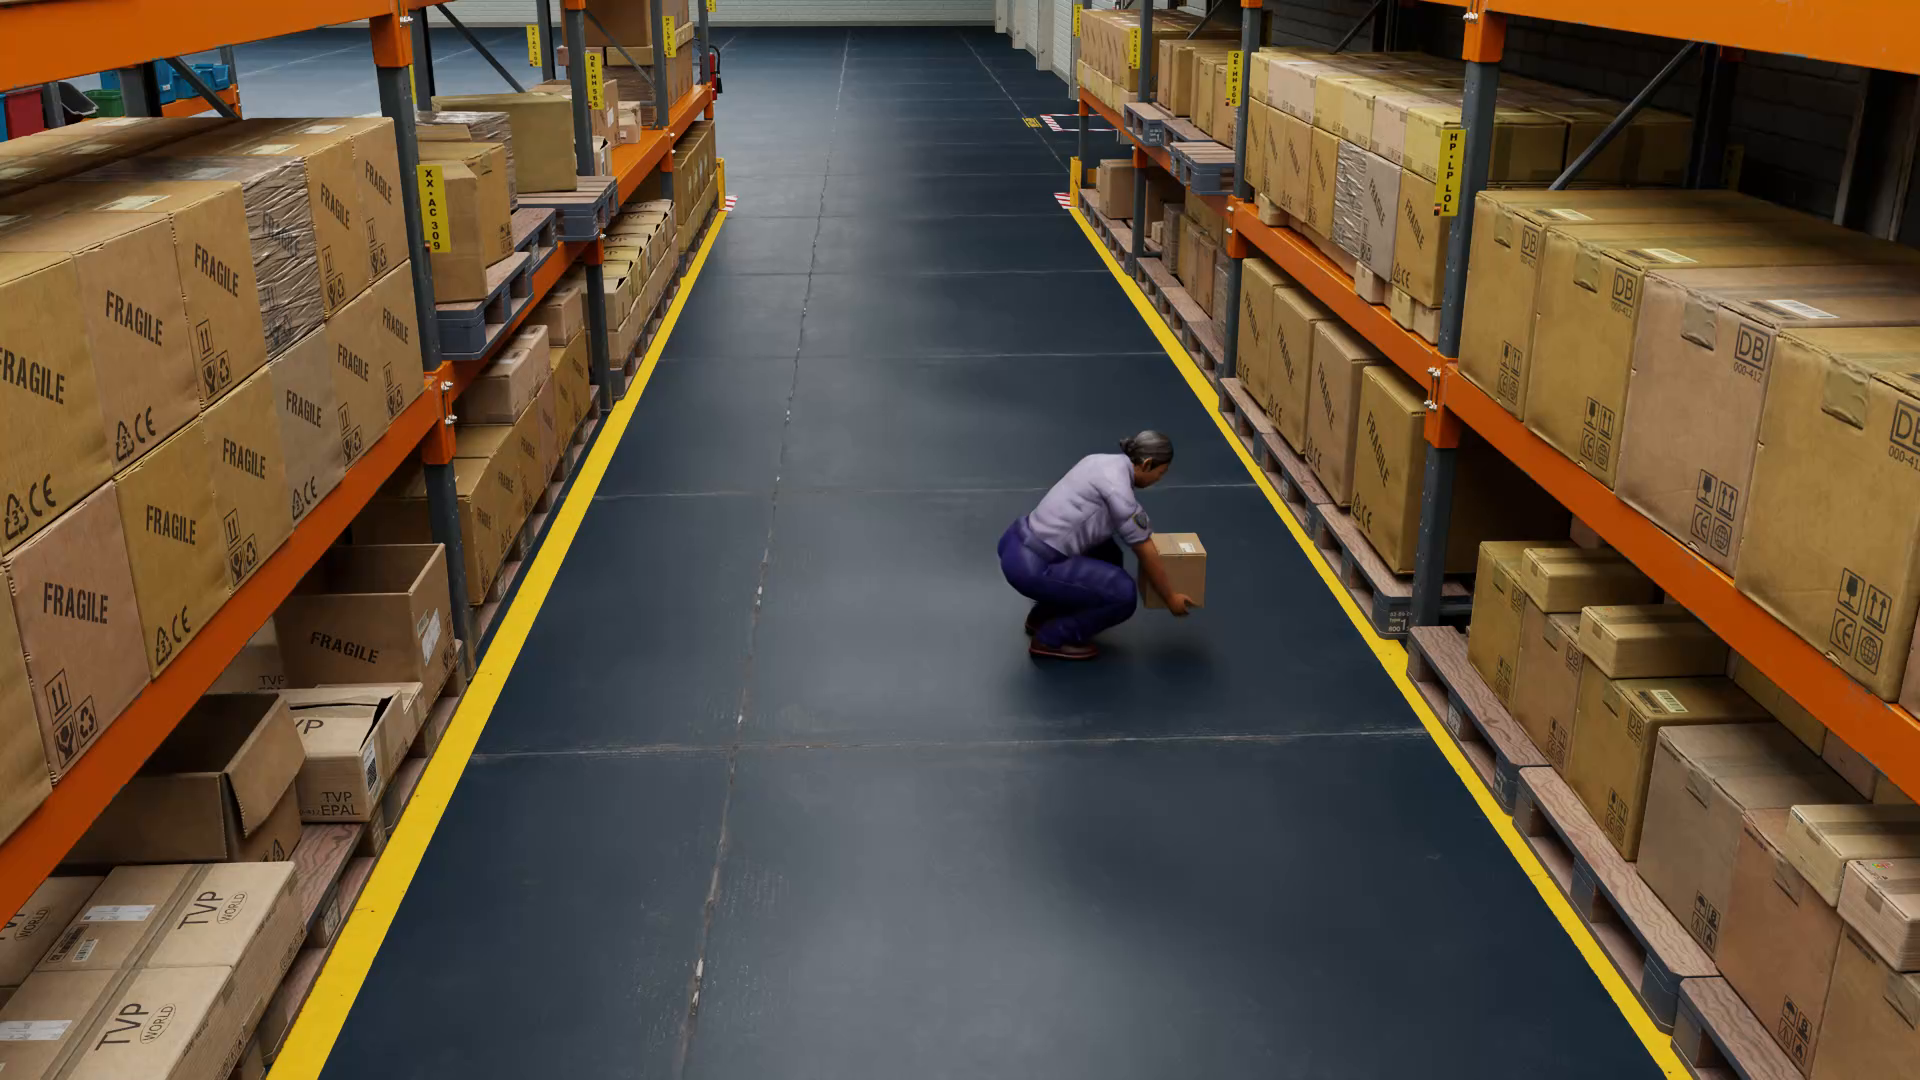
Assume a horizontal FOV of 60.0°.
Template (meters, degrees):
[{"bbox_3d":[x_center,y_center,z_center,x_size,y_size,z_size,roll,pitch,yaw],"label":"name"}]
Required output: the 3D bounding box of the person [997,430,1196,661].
[{"bbox_3d":[0.581,0.008,7.107,0.836,0.944,0.516,-2,21,-4],"label":"person"}]
